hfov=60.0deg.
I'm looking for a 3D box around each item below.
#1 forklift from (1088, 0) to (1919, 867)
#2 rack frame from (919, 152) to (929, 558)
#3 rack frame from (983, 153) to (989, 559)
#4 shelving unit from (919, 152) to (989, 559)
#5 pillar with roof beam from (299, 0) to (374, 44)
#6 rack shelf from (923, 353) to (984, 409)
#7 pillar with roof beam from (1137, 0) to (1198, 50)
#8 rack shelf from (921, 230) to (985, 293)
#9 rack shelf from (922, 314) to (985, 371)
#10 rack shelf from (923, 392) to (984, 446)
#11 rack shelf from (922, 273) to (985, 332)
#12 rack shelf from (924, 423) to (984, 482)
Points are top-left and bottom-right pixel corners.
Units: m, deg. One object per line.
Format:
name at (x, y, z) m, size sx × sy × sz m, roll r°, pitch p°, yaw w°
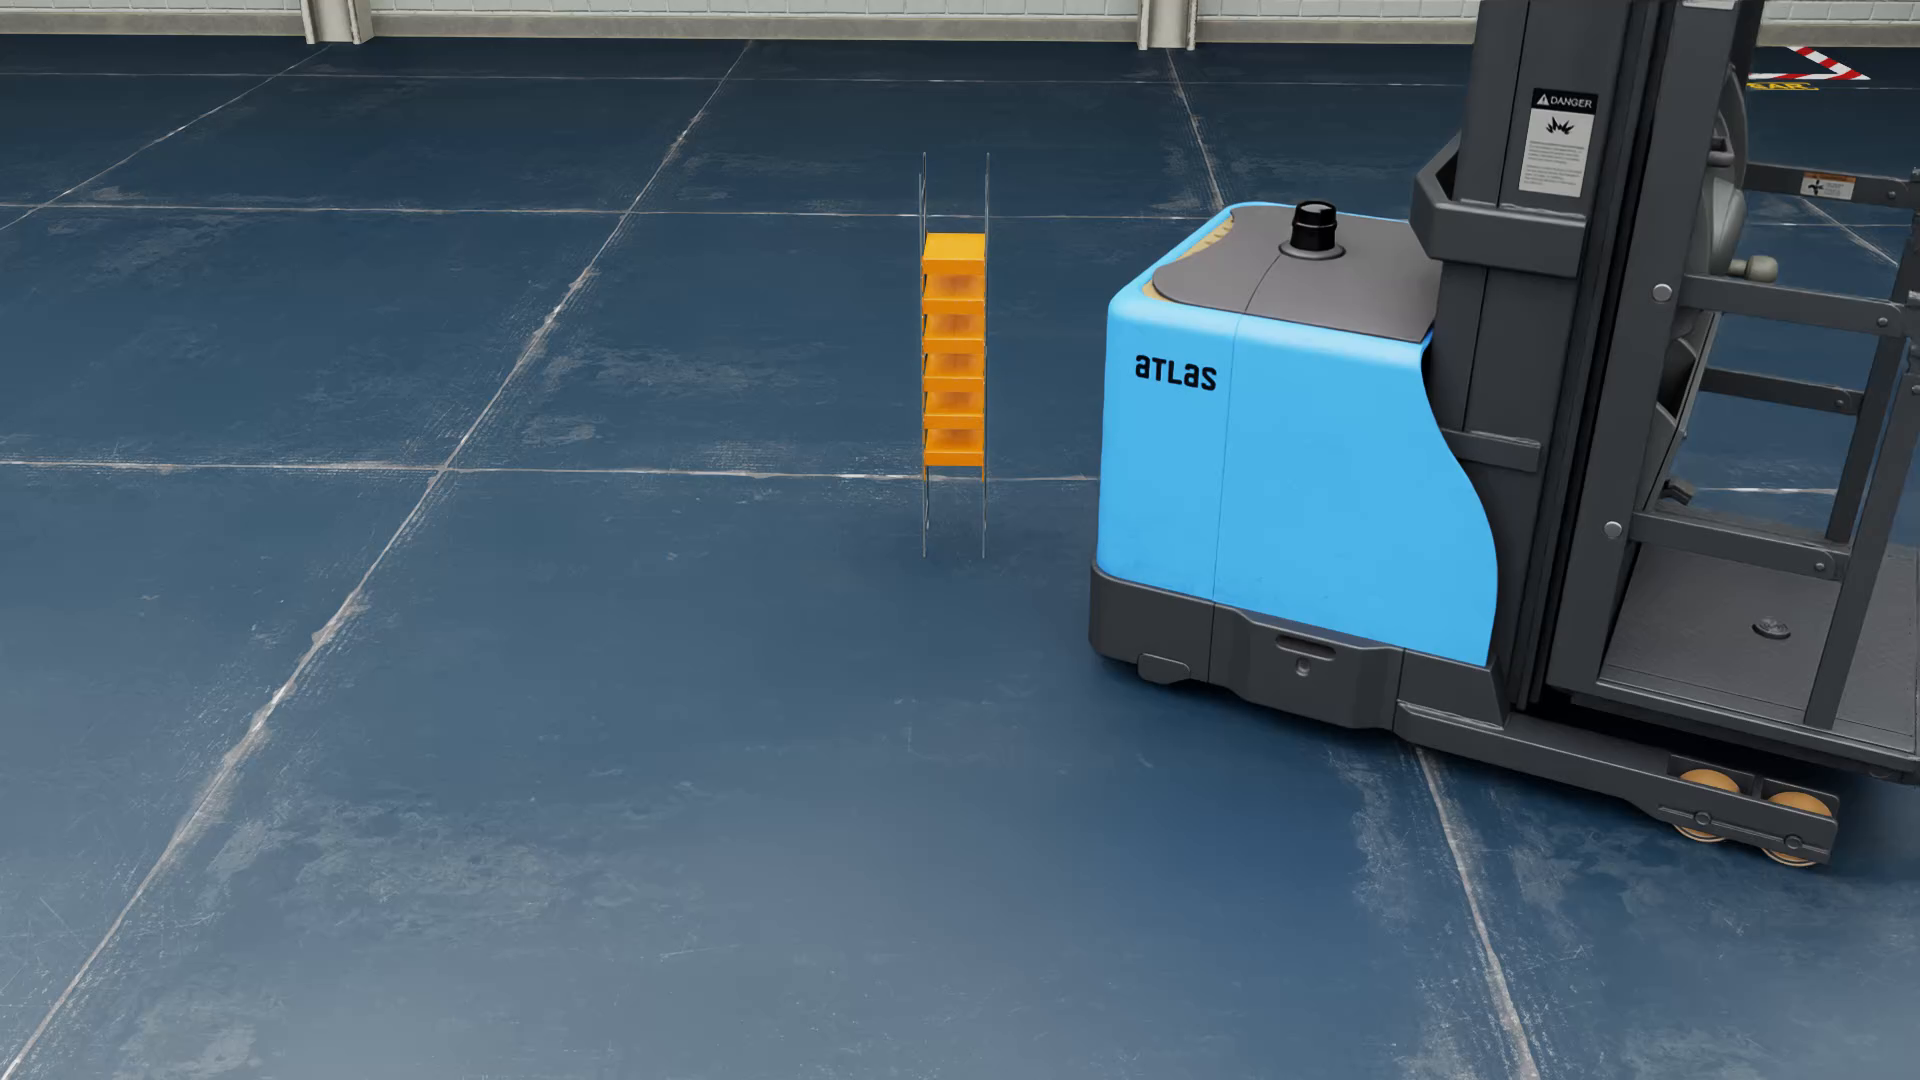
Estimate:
forklift at (1.902, -0.829, 3.684) m, size 3.031 × 2.935 × 1.130 m, roll 14°, pitch 31°, yaw 24°
rack frame at (-0.106, -0.532, 4.972) m, size 0.006 × 1.200 × 0.240 m, roll 1°, pitch 28°, yaw 2°
rack frame at (0.077, -0.529, 4.967) m, size 0.006 × 1.200 × 0.240 m, roll 1°, pitch 28°, yaw 2°
shelving unit at (-0.014, -0.530, 4.969) m, size 0.189 × 1.200 × 0.258 m, roll 1°, pitch 28°, yaw 2°
pillar with roof beam at (-4.671, -5.616, 6.237) m, size 0.400 × 9.000 × 9.100 m, roll 1°, pitch 28°, yaw 2°
rack shelf at (-0.014, -0.491, 4.990) m, size 0.180 × 0.103 × 0.258 m, roll 1°, pitch 28°, yaw 2°
pillar with roof beam at (1.326, -5.517, 6.050) m, size 0.400 × 9.000 × 9.100 m, roll 1°, pitch 28°, yaw 2°
rack shelf at (-0.014, -0.809, 4.822) m, size 0.180 × 0.103 × 0.258 m, roll 1°, pitch 28°, yaw 2°
rack shelf at (-0.014, -0.597, 4.934) m, size 0.180 × 0.103 × 0.258 m, roll 1°, pitch 28°, yaw 2°
rack shelf at (-0.014, -0.385, 5.046) m, size 0.180 × 0.103 × 0.258 m, roll 1°, pitch 28°, yaw 2°
rack shelf at (-0.014, -0.703, 4.878) m, size 0.180 × 0.103 × 0.258 m, roll 1°, pitch 28°, yaw 2°
rack shelf at (-0.014, -0.279, 5.103) m, size 0.180 × 0.103 × 0.258 m, roll 1°, pitch 28°, yaw 2°
